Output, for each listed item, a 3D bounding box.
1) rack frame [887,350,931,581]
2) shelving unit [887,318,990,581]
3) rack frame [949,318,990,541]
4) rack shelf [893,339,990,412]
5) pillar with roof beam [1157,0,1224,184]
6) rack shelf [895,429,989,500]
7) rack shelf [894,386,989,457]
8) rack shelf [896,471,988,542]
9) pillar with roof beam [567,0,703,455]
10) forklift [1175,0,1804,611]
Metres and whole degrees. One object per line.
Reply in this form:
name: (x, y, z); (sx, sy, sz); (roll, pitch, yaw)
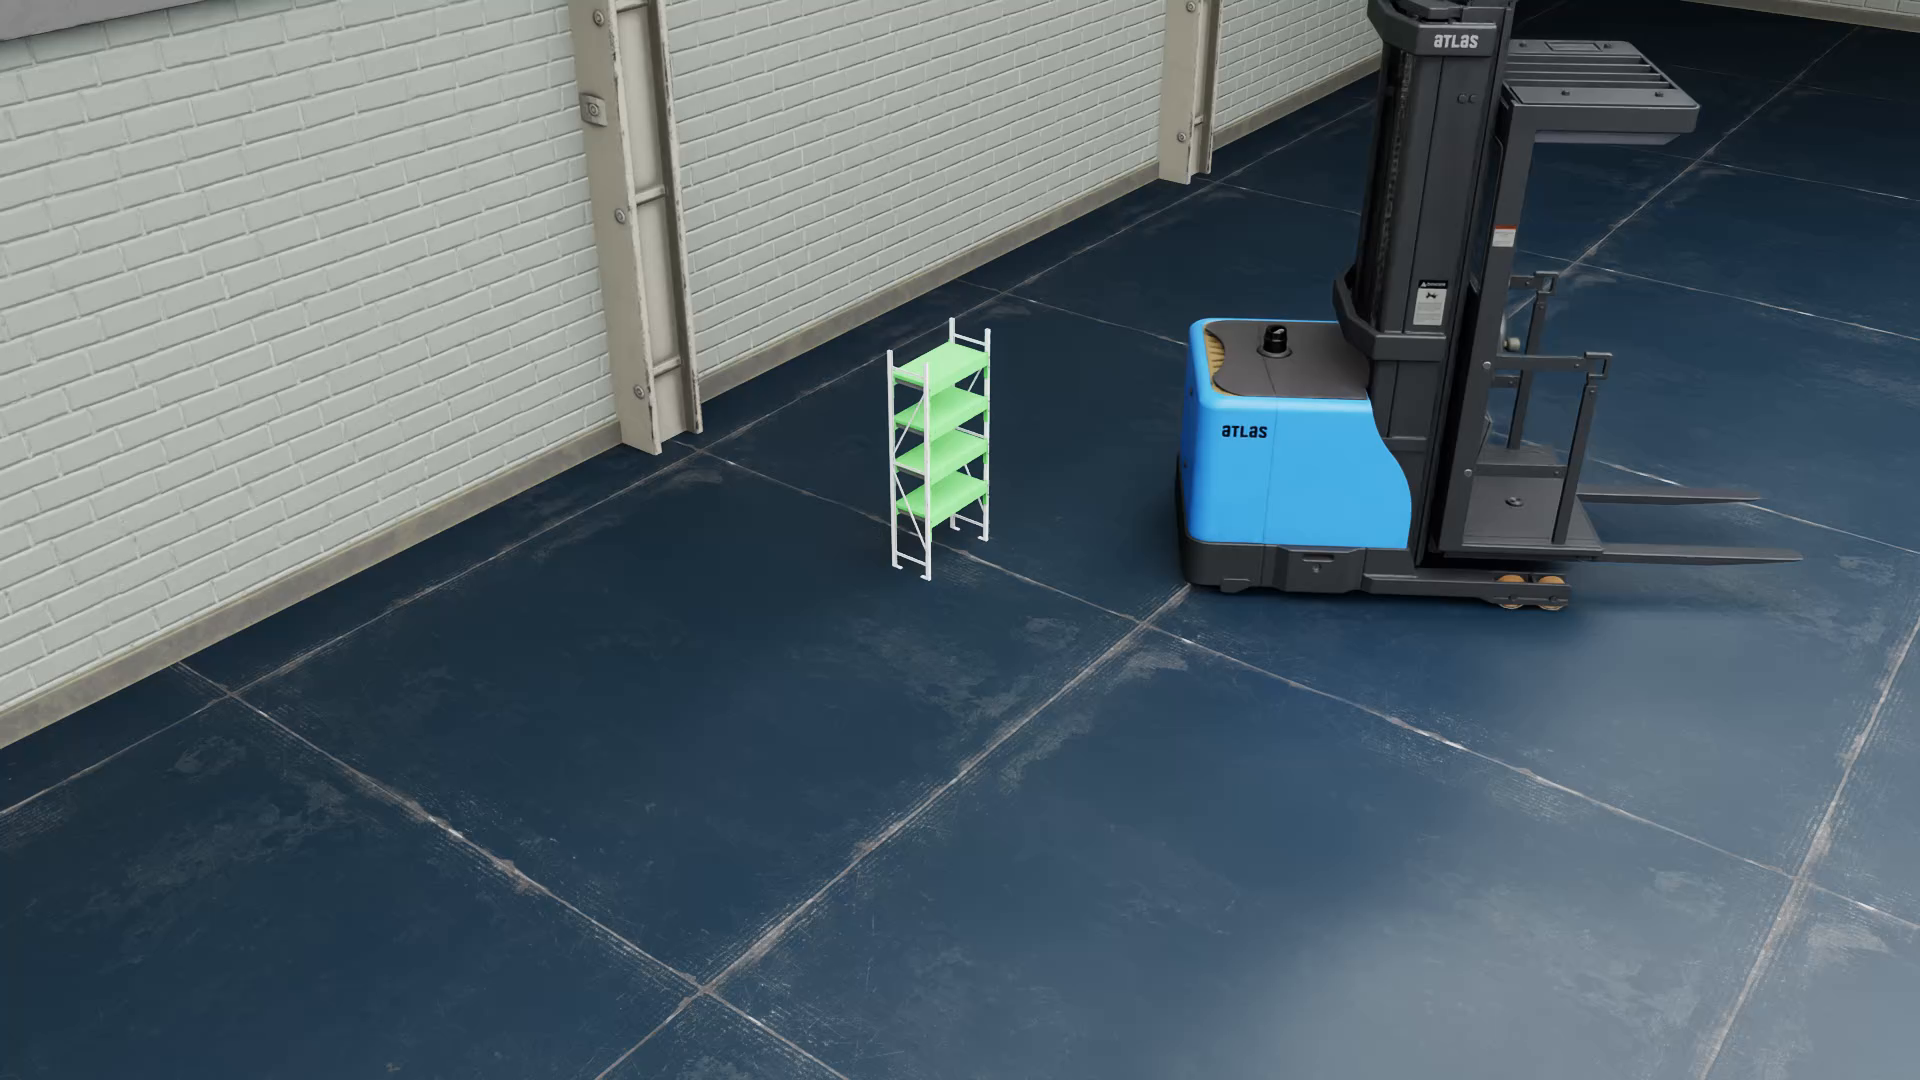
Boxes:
rack frame: (-0.247, -0.350, 8.163); (0.240, 1.200, 0.015); (21, 37, 31)
shelving unit: (-0.100, -0.449, 8.331); (0.258, 1.200, 0.503); (21, 37, 31)
rack frame: (0.047, -0.548, 8.498); (0.240, 1.200, 0.015); (21, 37, 31)
rack shelf: (-0.100, -0.807, 8.118); (0.258, 0.148, 0.480); (21, 37, 31)
pillar with roof beam: (5.297, -5.600, 9.373); (9.100, 9.000, 0.400); (21, 37, 31)
rack shelf: (-0.100, -0.394, 8.363); (0.258, 0.148, 0.480); (21, 37, 31)
rack shelf: (-0.100, -0.600, 8.241); (0.258, 0.148, 0.480); (21, 37, 31)
rack shelf: (-0.100, -0.187, 8.485); (0.258, 0.148, 0.480); (21, 37, 31)
pillar with roof beam: (1.675, -3.161, 5.258); (9.100, 9.000, 0.400); (21, 37, 31)
forklift: (2.653, -1.197, 7.894); (3.031, 2.935, 1.130); (2, 31, 3)
